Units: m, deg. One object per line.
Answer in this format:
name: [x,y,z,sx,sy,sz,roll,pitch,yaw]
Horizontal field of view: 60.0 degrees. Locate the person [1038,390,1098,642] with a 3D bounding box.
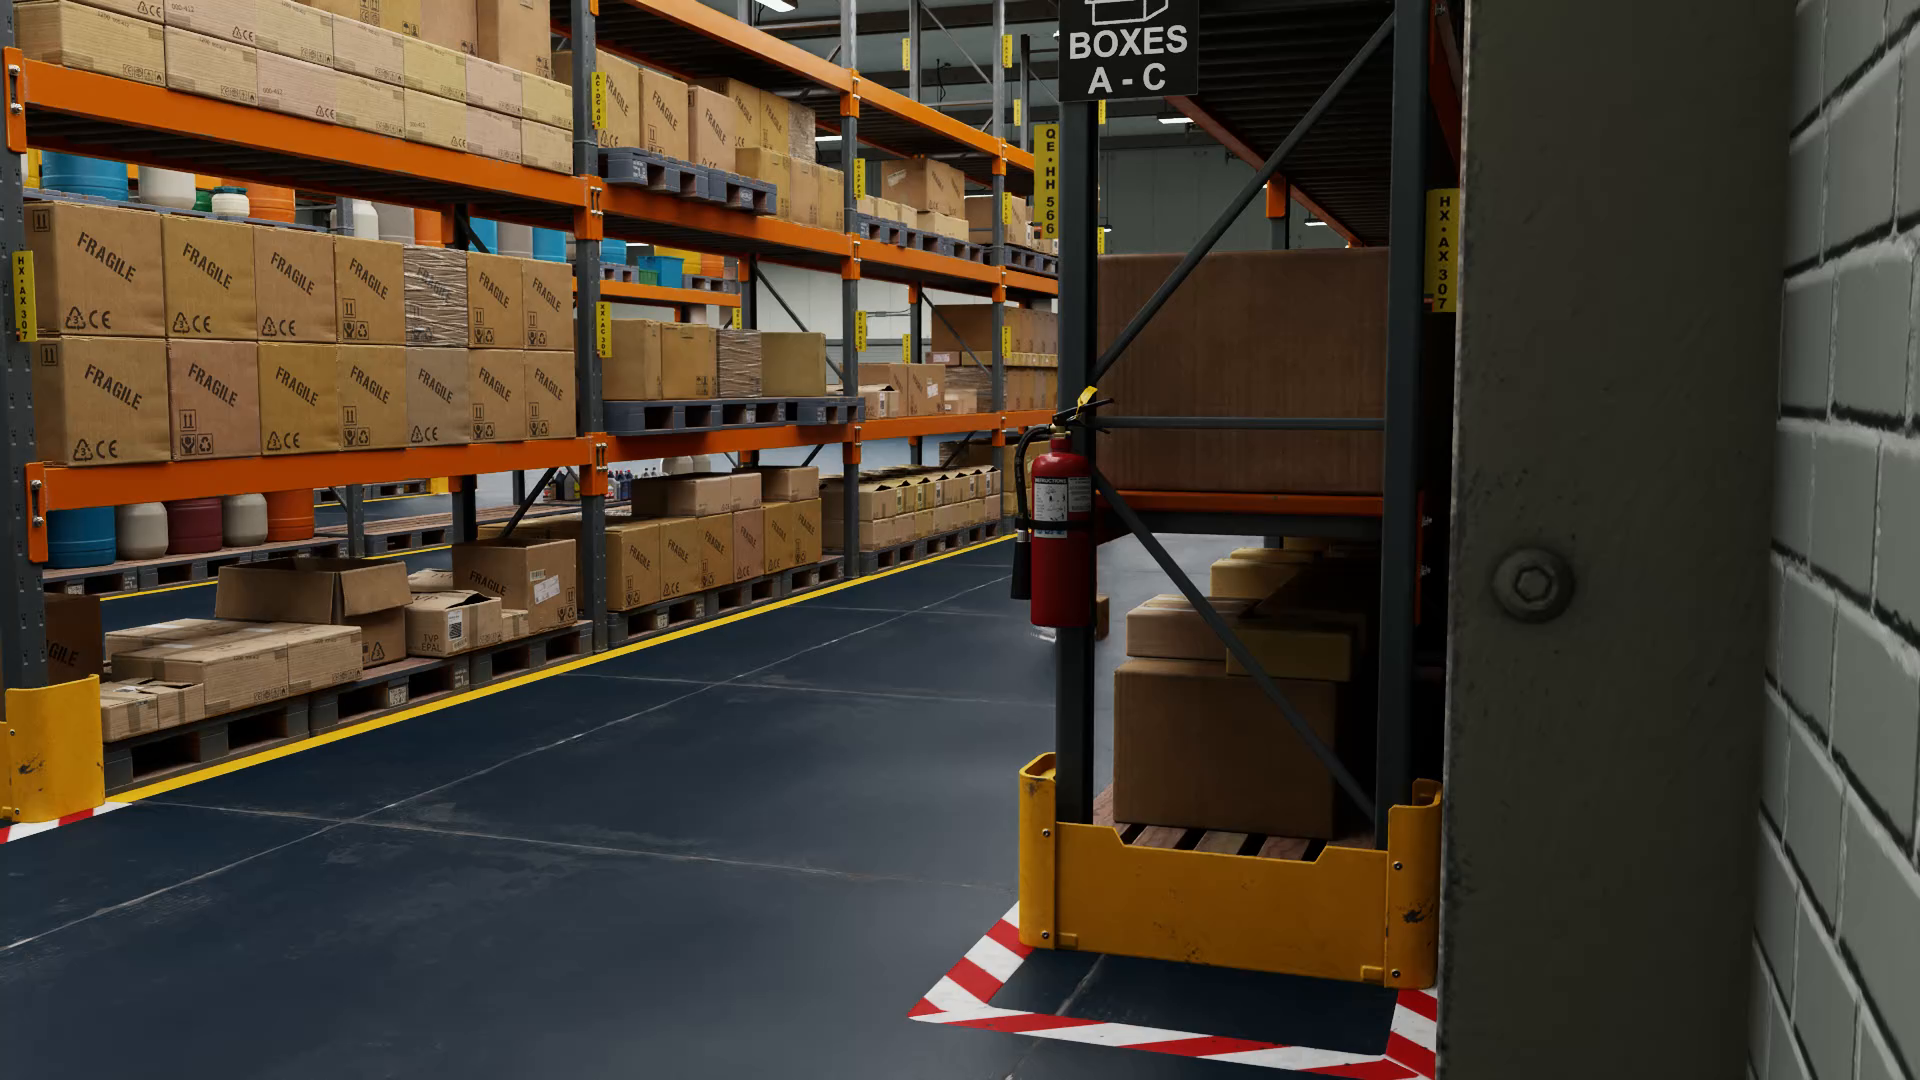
person: [0.665,-0.169,10.249,0.408,1.602,0.499,0,5,-5]
